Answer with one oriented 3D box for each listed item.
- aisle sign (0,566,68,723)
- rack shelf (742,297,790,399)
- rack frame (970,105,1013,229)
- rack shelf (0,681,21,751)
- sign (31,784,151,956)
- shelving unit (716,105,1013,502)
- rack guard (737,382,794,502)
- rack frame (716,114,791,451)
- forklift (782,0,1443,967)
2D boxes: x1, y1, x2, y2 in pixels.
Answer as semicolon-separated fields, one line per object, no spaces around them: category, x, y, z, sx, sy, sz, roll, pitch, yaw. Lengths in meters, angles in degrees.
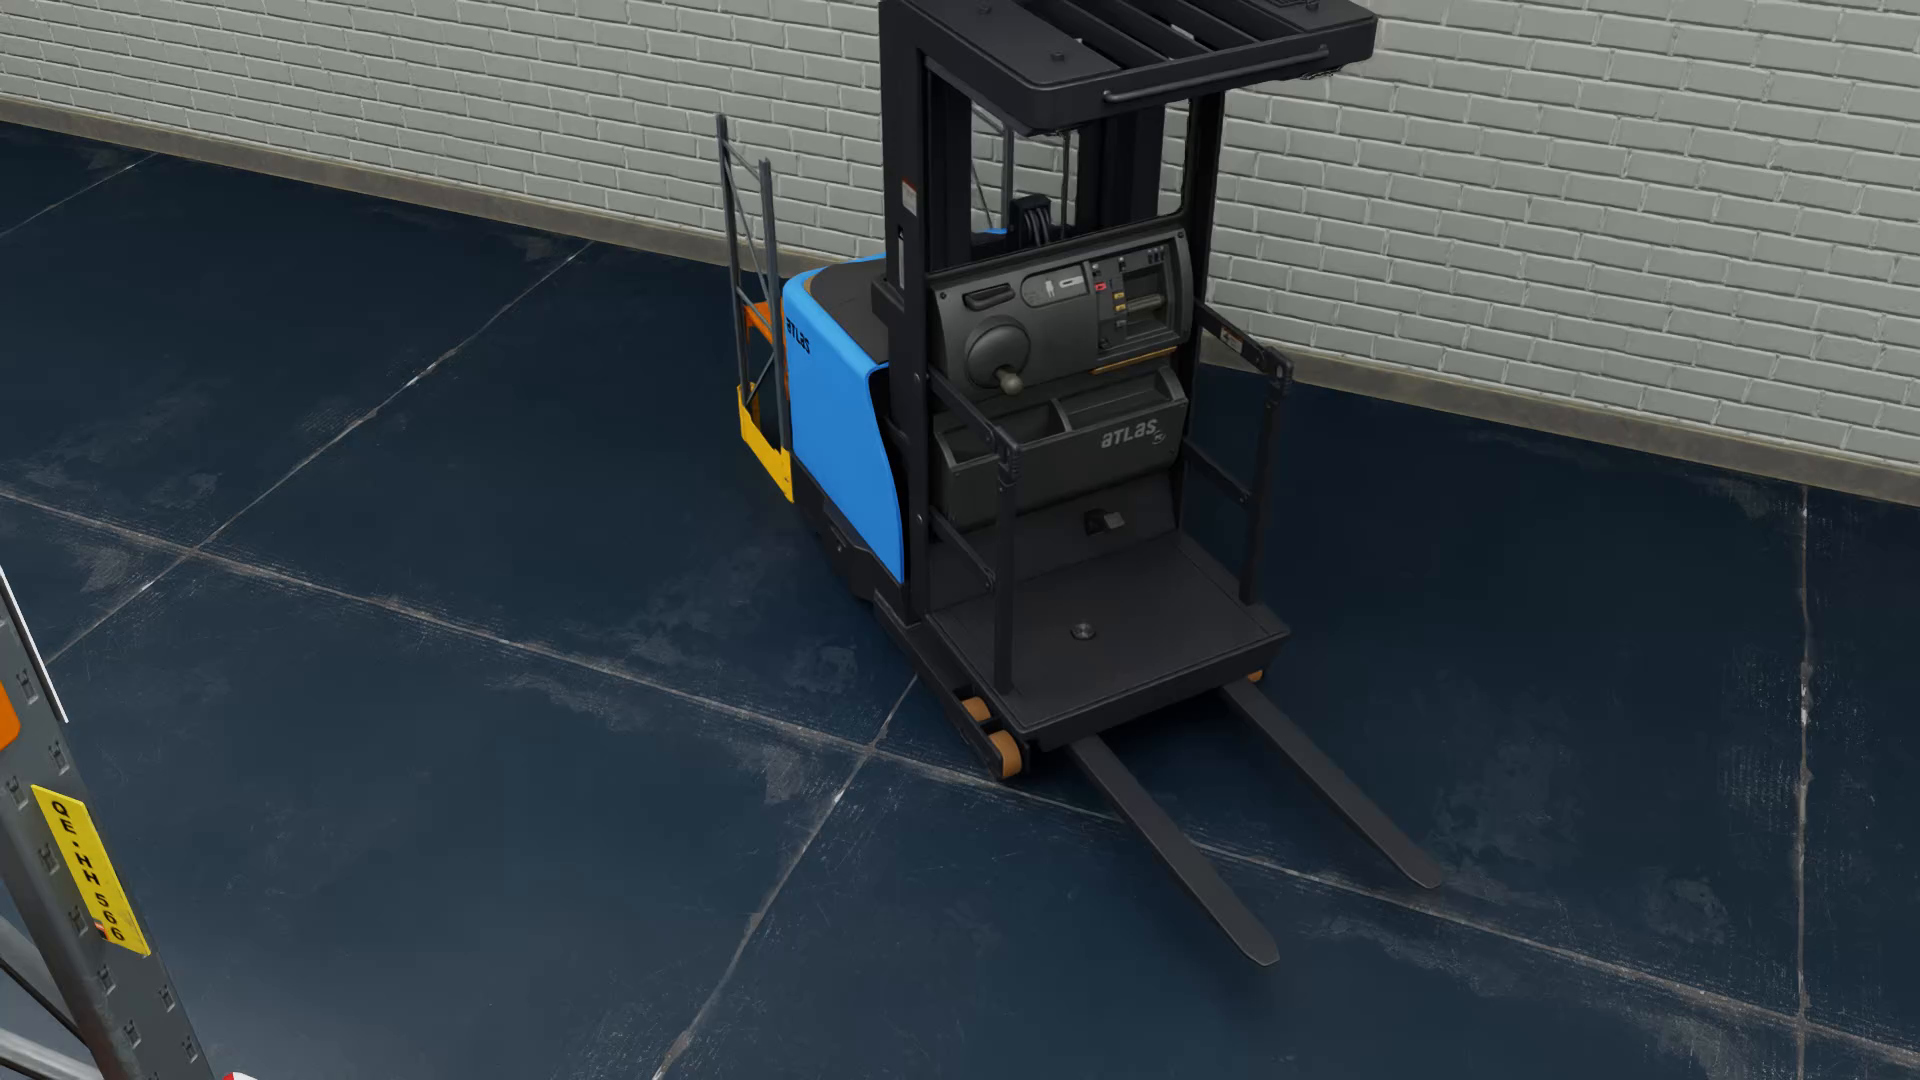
aisle sign;-1.461;-0.099;2.206;0.394;0.787;0.004;14;39;18
rack shelf;-0.369;-0.913;7.019;1.000;0.185;0.538;-17;40;-21
rack frame;0.084;-1.195;7.096;0.032;1.500;0.500;-17;40;-21
rack shelf;-2.527;1.108;0.858;1.077;0.370;4.000;14;39;18
sign;-1.269;0.486;2.429;0.100;0.325;0.005;14;39;18
shelving unit;-0.361;-1.060;6.915;1.083;1.500;0.587;-17;40;-21
rack guard;-0.805;-0.424;7.108;0.087;0.250;0.587;-17;40;-21
rack frame;-0.822;-0.919;6.727;0.032;1.500;0.500;-17;40;-21
forklift;0.449;-0.670;5.198;1.130;2.935;3.031;-18;40;-22
